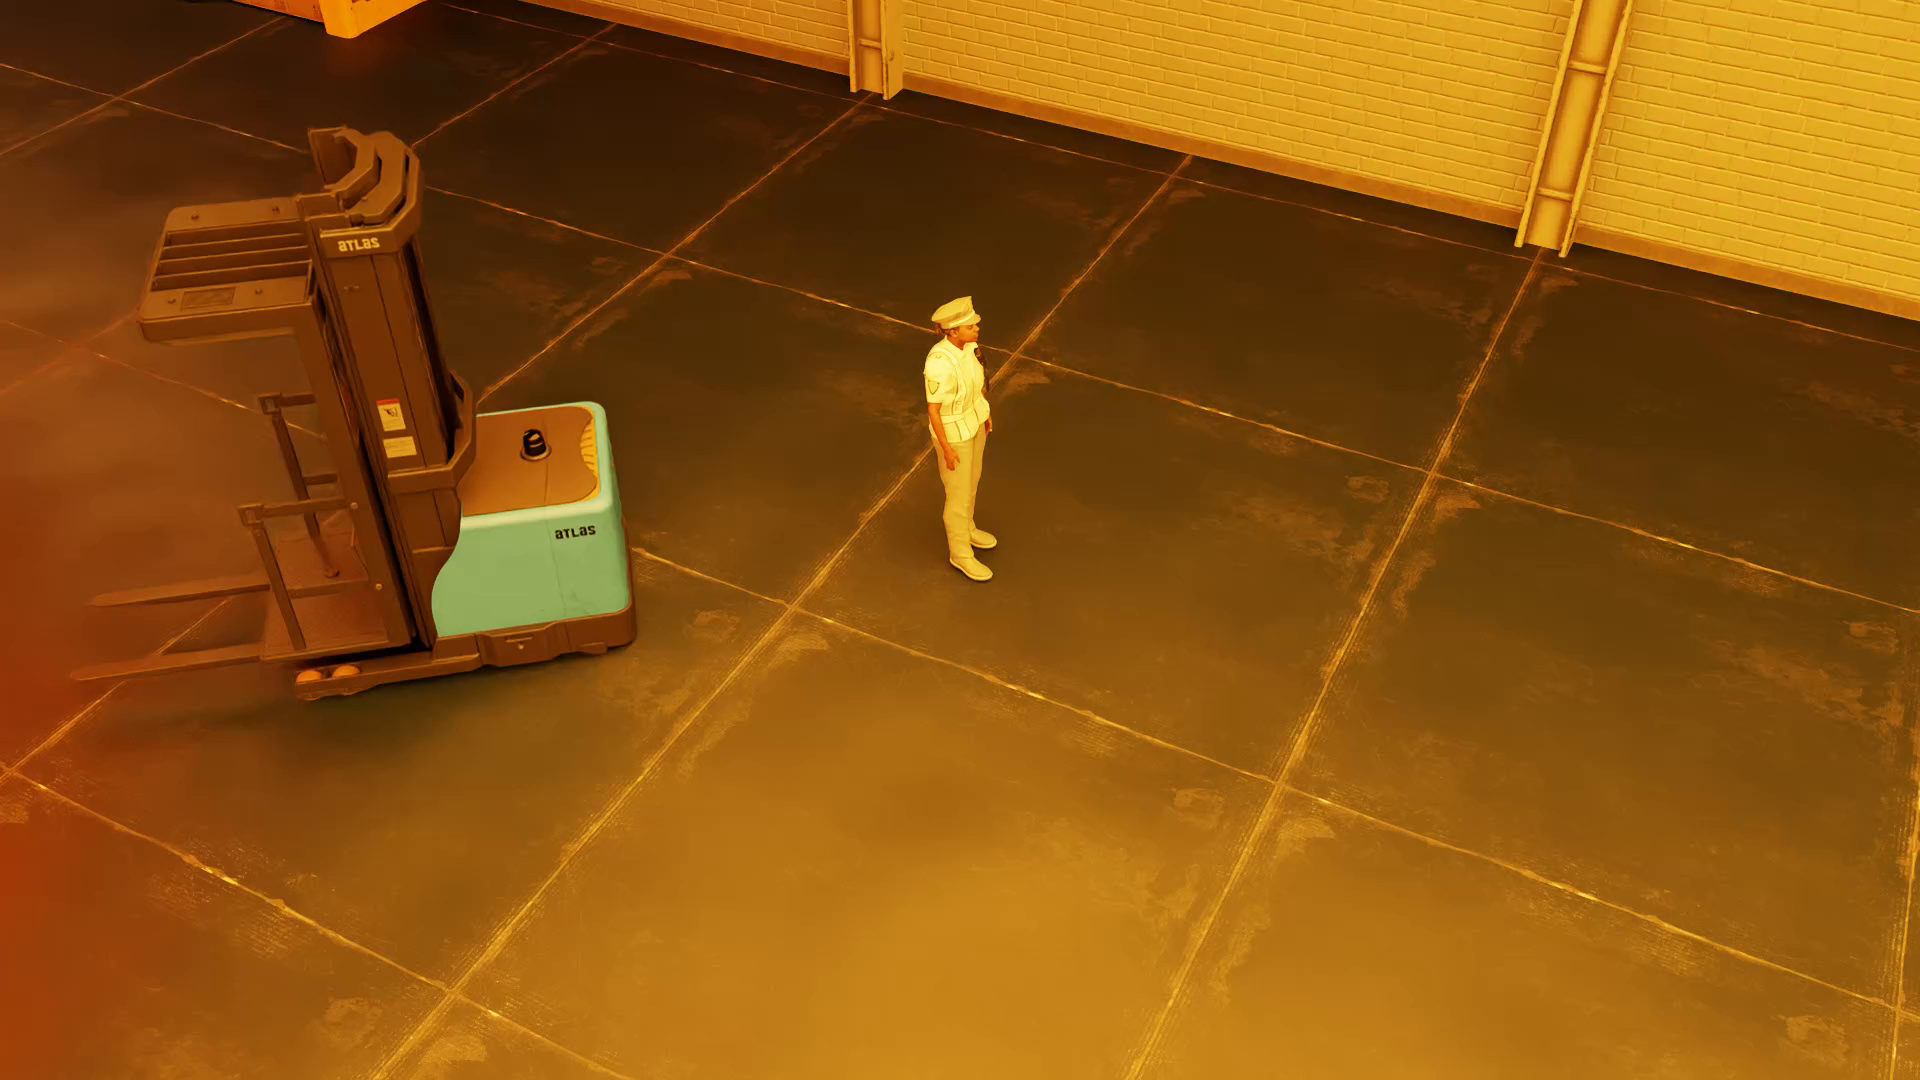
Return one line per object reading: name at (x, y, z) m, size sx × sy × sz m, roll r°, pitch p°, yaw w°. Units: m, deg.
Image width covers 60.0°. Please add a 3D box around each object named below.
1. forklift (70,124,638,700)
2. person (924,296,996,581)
forklift at (-3.417, -0.607, 8.707) m, size 3.031 × 2.935 × 1.130 m, roll -8°, pitch 41°, yaw -9°
person at (0.058, -0.620, 9.671) m, size 0.528 × 1.695 × 0.569 m, roll 18°, pitch 43°, yaw 21°
